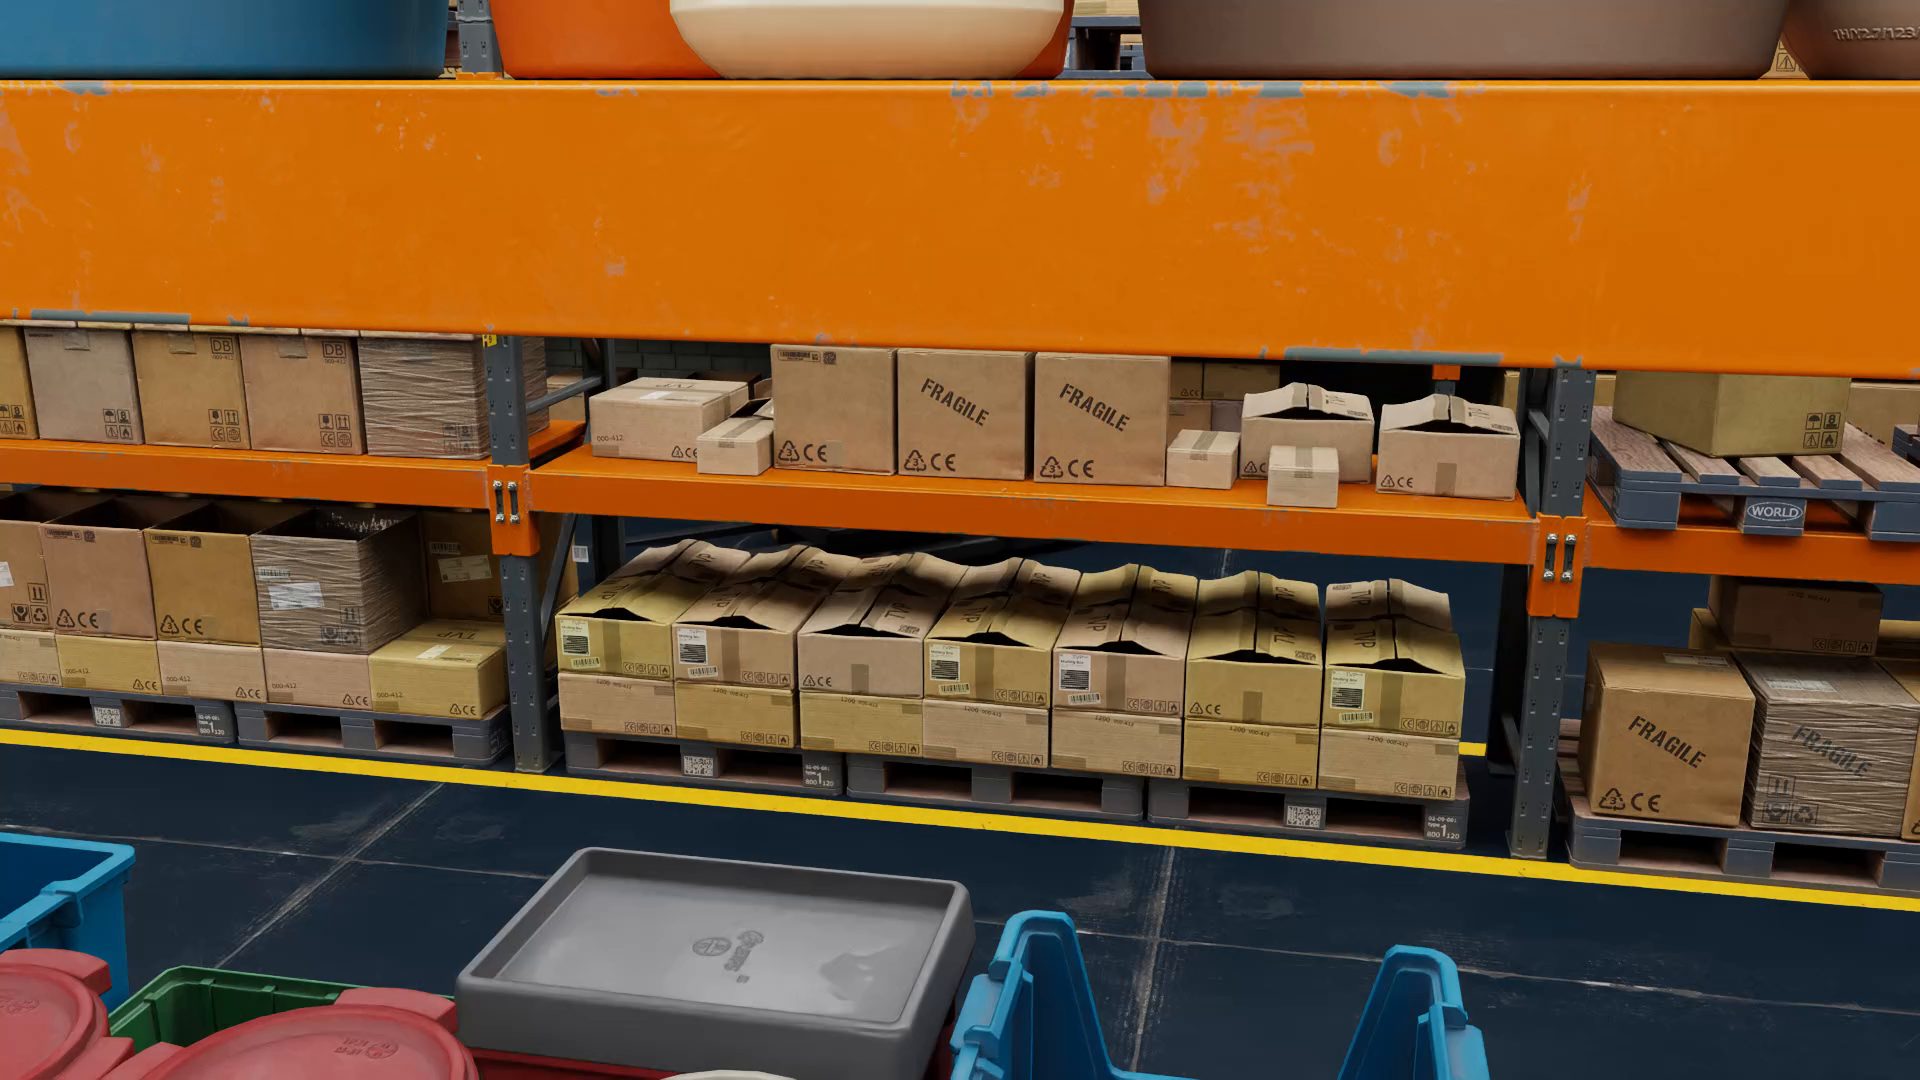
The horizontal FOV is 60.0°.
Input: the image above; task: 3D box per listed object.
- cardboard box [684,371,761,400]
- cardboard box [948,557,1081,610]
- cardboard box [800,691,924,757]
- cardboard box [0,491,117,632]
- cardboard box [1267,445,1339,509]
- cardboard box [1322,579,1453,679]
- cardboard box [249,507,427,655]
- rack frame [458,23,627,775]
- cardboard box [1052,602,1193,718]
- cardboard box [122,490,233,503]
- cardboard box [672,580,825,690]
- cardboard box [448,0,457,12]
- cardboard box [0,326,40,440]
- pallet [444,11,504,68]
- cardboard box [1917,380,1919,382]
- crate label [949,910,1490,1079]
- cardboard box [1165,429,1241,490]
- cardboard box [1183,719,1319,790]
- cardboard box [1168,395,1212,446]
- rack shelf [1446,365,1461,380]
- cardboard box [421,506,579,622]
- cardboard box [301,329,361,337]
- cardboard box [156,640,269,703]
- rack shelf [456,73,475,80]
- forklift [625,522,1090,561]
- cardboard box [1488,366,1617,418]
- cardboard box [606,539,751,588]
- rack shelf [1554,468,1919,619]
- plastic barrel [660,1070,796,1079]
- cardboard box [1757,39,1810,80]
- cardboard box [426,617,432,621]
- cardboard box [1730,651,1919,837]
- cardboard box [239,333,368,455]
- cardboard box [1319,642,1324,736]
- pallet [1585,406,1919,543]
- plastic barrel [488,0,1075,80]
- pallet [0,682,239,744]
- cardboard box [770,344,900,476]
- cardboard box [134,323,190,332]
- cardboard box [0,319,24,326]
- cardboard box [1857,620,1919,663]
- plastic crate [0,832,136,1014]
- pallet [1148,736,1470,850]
[{"bbox_3d":[-1.746,-0.945,12.142,0.500,0.500,0.500,2,16,7],"label":"cardboard box"},{"bbox_3d":[0.241,0.283,7.163,0.500,0.311,0.500,3,16,10],"label":"cardboard box"},{"bbox_3d":[-0.350,0.667,6.830,0.500,0.250,0.500,3,16,9],"label":"cardboard box"},{"bbox_3d":[-4.160,0.088,7.514,0.500,0.500,0.500,3,16,11],"label":"cardboard box"},{"bbox_3d":[1.279,-0.238,6.203,0.250,0.149,0.380,3,16,11],"label":"cardboard box"},{"bbox_3d":[1.761,0.364,6.872,0.500,0.311,0.500,4,16,13],"label":"cardboard box"},{"bbox_3d":[-2.690,0.168,7.227,0.500,0.500,0.500,3,16,11],"label":"cardboard box"},{"bbox_3d":[-1.704,-0.596,7.026,0.127,3.000,1.000,3,16,11],"label":"rack frame"},{"bbox_3d":[0.648,0.452,6.556,0.500,0.311,0.500,3,16,11],"label":"cardboard box"},{"bbox_3d":[-3.567,-0.021,7.908,0.500,0.500,0.500,3,16,11],"label":"cardboard box"},{"bbox_3d":[-0.860,0.371,6.847,0.500,0.311,0.500,3,16,10],"label":"cardboard box"},{"bbox_3d":[-2.145,-2.456,6.884,0.500,0.500,0.500,4,16,16],"label":"cardboard box"},{"bbox_3d":[-4.168,-0.775,7.482,0.500,0.500,0.700,3,16,11],"label":"cardboard box"},{"bbox_3d":[-2.545,-2.038,6.777,1.213,0.211,1.003,3,16,11],"label":"pallet"},{"bbox_3d":[6.456,-0.634,10.402,0.750,0.750,0.750,3,16,12],"label":"cardboard box"},{"bbox_3d":[0.305,0.771,2.022,0.616,0.435,0.502,3,16,11],"label":"crate label"},{"bbox_3d":[0.954,-0.316,6.483,0.250,0.149,0.380,4,16,15],"label":"cardboard box"},{"bbox_3d":[1.145,0.748,6.535,0.500,0.250,0.500,3,16,10],"label":"cardboard box"},{"bbox_3d":[1.509,-0.789,11.578,0.500,0.500,0.700,3,16,11],"label":"cardboard box"},{"bbox_3d":[5.159,-1.227,10.649,4.000,0.370,1.077,3,16,11],"label":"rack shelf"},{"bbox_3d":[-2.096,0.058,7.622,0.500,0.500,0.500,3,16,11],"label":"cardboard box"},{"bbox_3d":[-2.513,-0.943,6.874,0.250,0.149,0.380,3,16,9],"label":"cardboard box"},{"bbox_3d":[-3.183,0.507,7.407,0.500,0.250,0.500,3,16,11],"label":"cardboard box"},{"bbox_3d":[-3.664,-1.802,7.106,4.000,0.370,1.077,3,16,11],"label":"rack shelf"},{"bbox_3d":[-0.593,-1.310,9.730,3.031,2.935,1.130,-9,18,-30],"label":"forklift"},{"bbox_3d":[3.893,-0.773,10.903,0.750,0.750,0.750,3,16,10],"label":"cardboard box"},{"bbox_3d":[-1.250,0.203,7.455,0.500,0.311,0.500,3,16,11],"label":"cardboard box"},{"bbox_3d":[4.175,0.069,5.970,4.000,0.370,1.077,3,16,11],"label":"rack shelf"},{"bbox_3d":[-0.239,0.837,1.643,0.421,0.512,0.421,0,15,0],"label":"plastic barrel"},{"bbox_3d":[2.650,-1.863,5.792,0.500,0.500,0.910,3,16,11],"label":"cardboard box"},{"bbox_3d":[-2.587,0.394,7.813,0.500,0.250,0.500,3,16,11],"label":"cardboard box"},{"bbox_3d":[3.119,0.734,6.081,0.500,0.500,0.500,3,16,9],"label":"cardboard box"},{"bbox_3d":[-2.659,-0.693,7.187,0.500,0.500,0.700,3,16,11],"label":"cardboard box"},{"bbox_3d":[1.761,0.634,6.947,0.500,0.250,0.500,3,16,11],"label":"cardboard box"},{"bbox_3d":[2.894,-0.274,6.220,1.003,0.211,1.213,3,16,11],"label":"pallet"},{"bbox_3d":[-0.178,-0.876,1.611,0.708,0.830,0.600,3,16,11],"label":"plastic barrel"},{"bbox_3d":[-3.675,0.630,7.823,1.213,0.211,1.003,3,16,11],"label":"pallet"},{"bbox_3d":[-0.439,-0.572,6.749,0.500,0.500,0.500,4,16,15],"label":"cardboard box"},{"bbox_3d":[-3.258,-0.984,7.022,0.250,0.149,0.380,4,16,13],"label":"cardboard box"},{"bbox_3d":[-4.020,-1.025,7.170,0.250,0.149,0.380,3,16,10],"label":"cardboard box"},{"bbox_3d":[3.686,0.625,6.475,0.500,0.500,0.500,3,16,9],"label":"cardboard box"},{"bbox_3d":[-1.552,0.684,2.433,0.575,0.384,0.392,3,16,11],"label":"plastic crate"},{"bbox_3d":[1.416,0.906,6.825,1.213,0.211,1.003,3,16,11],"label":"pallet"}]
